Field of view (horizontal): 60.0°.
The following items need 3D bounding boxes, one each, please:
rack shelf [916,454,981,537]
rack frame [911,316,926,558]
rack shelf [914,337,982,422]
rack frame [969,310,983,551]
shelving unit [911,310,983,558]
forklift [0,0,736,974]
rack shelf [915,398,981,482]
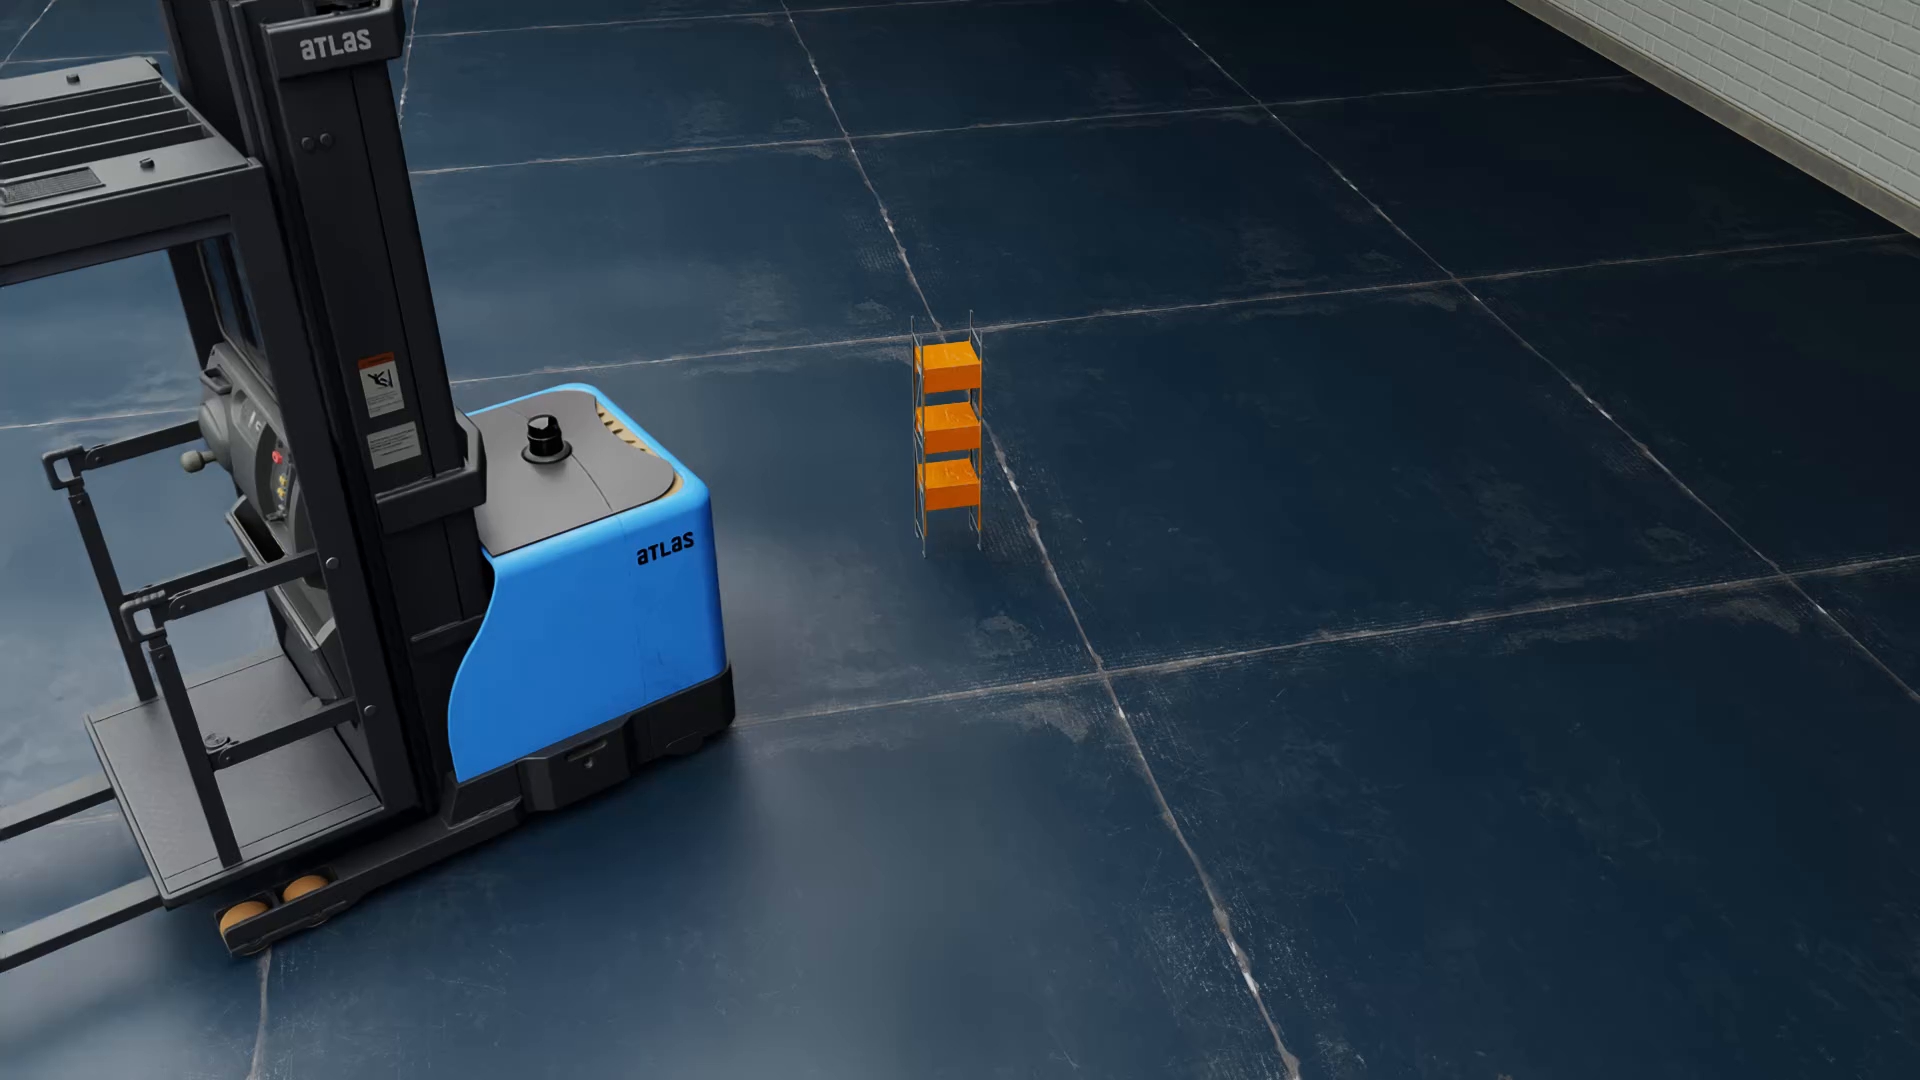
[{"bbox_3d":[-0.052,-0.190,7.108,0.240,0.259,0.215,-7,35,-11],"label":"rack shelf"},{"bbox_3d":[-0.171,-0.414,6.925,0.008,1.050,0.200,-7,35,-11],"label":"rack frame"},{"bbox_3d":[-0.052,-0.656,6.795,0.240,0.259,0.215,-7,35,-11],"label":"rack shelf"},{"bbox_3d":[0.067,-0.444,6.970,0.008,1.050,0.200,-7,35,-11],"label":"rack frame"},{"bbox_3d":[-0.052,-0.429,6.948,0.252,1.050,0.215,-7,35,-11],"label":"shelving unit"},{"bbox_3d":[-2.322,-0.236,4.972,3.031,2.935,1.130,-22,40,-29],"label":"forklift"},{"bbox_3d":[-0.052,-0.421,6.954,0.240,0.259,0.215,-7,35,-11],"label":"rack shelf"}]
